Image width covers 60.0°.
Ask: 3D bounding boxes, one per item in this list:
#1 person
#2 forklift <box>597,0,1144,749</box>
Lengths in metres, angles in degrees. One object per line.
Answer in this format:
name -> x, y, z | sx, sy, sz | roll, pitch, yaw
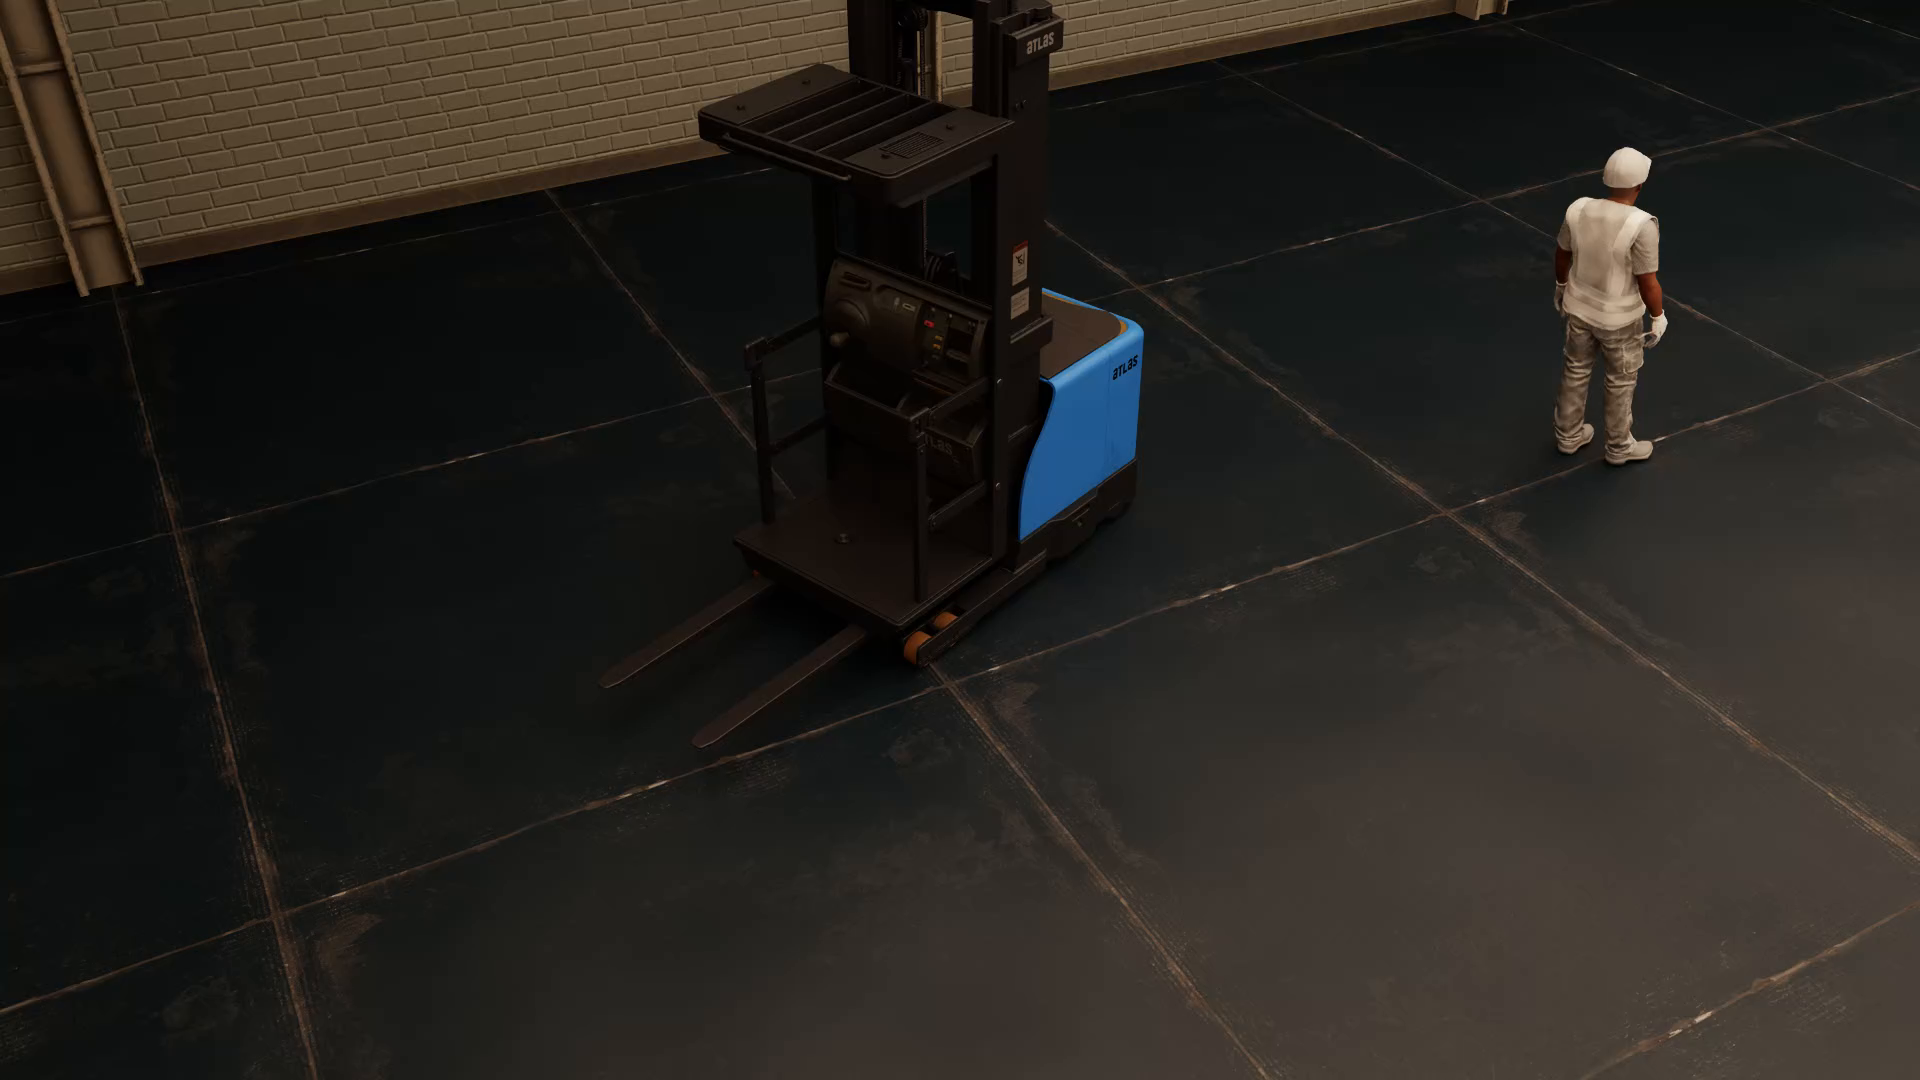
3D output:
person -> 3.491, -1.256, 8.881 | 0.575, 1.785, 0.656 | -23, 41, -29
forklift -> -0.390, -0.927, 7.434 | 1.130, 2.935, 3.031 | 26, 43, 31
